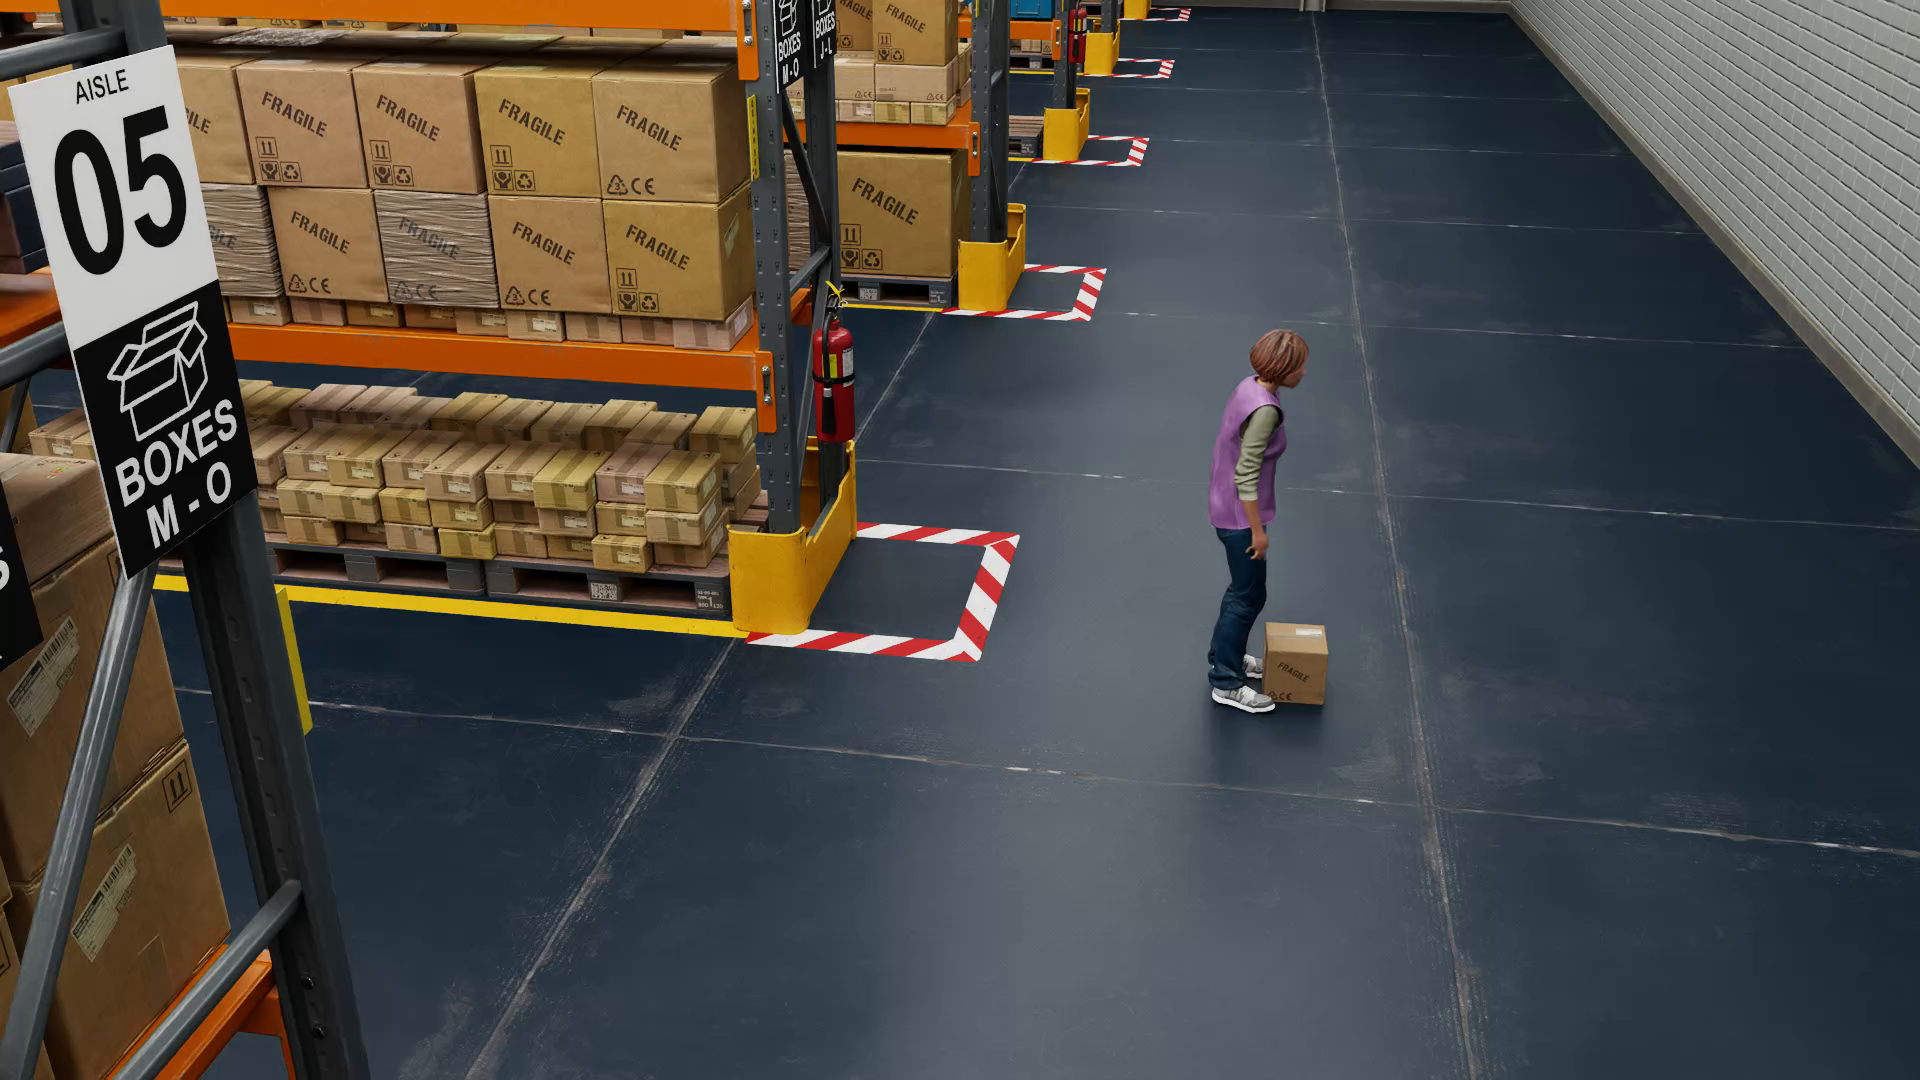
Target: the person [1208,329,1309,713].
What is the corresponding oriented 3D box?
[{"bbox_3d":[1.192,-0.089,6.825,0.350,1.579,0.470,4,26,8],"label":"person"}]
